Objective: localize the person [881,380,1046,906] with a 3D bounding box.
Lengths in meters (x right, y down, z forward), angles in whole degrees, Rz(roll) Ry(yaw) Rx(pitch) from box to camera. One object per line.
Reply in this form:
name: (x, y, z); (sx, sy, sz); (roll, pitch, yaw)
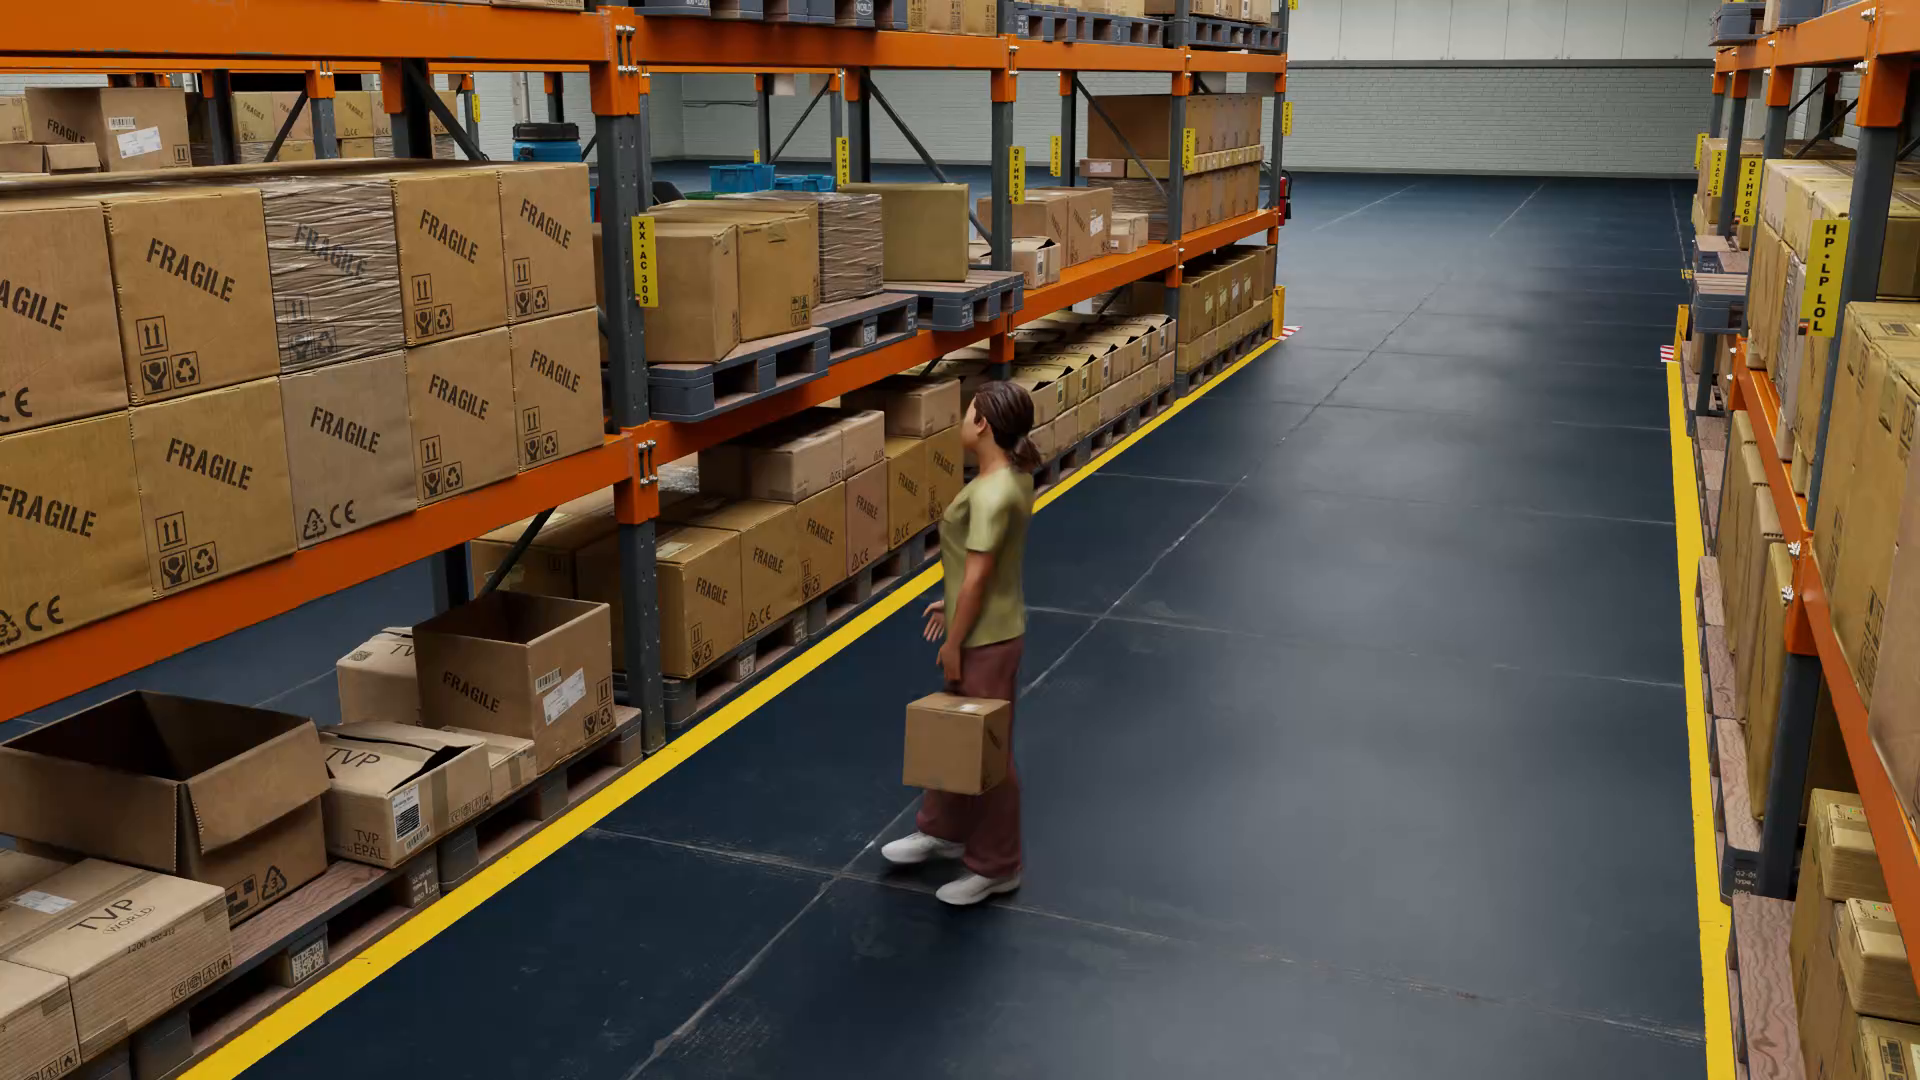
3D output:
person: (-0.001, 0.323, 5.307); (0.540, 1.674, 0.463); (1, 16, 5)
